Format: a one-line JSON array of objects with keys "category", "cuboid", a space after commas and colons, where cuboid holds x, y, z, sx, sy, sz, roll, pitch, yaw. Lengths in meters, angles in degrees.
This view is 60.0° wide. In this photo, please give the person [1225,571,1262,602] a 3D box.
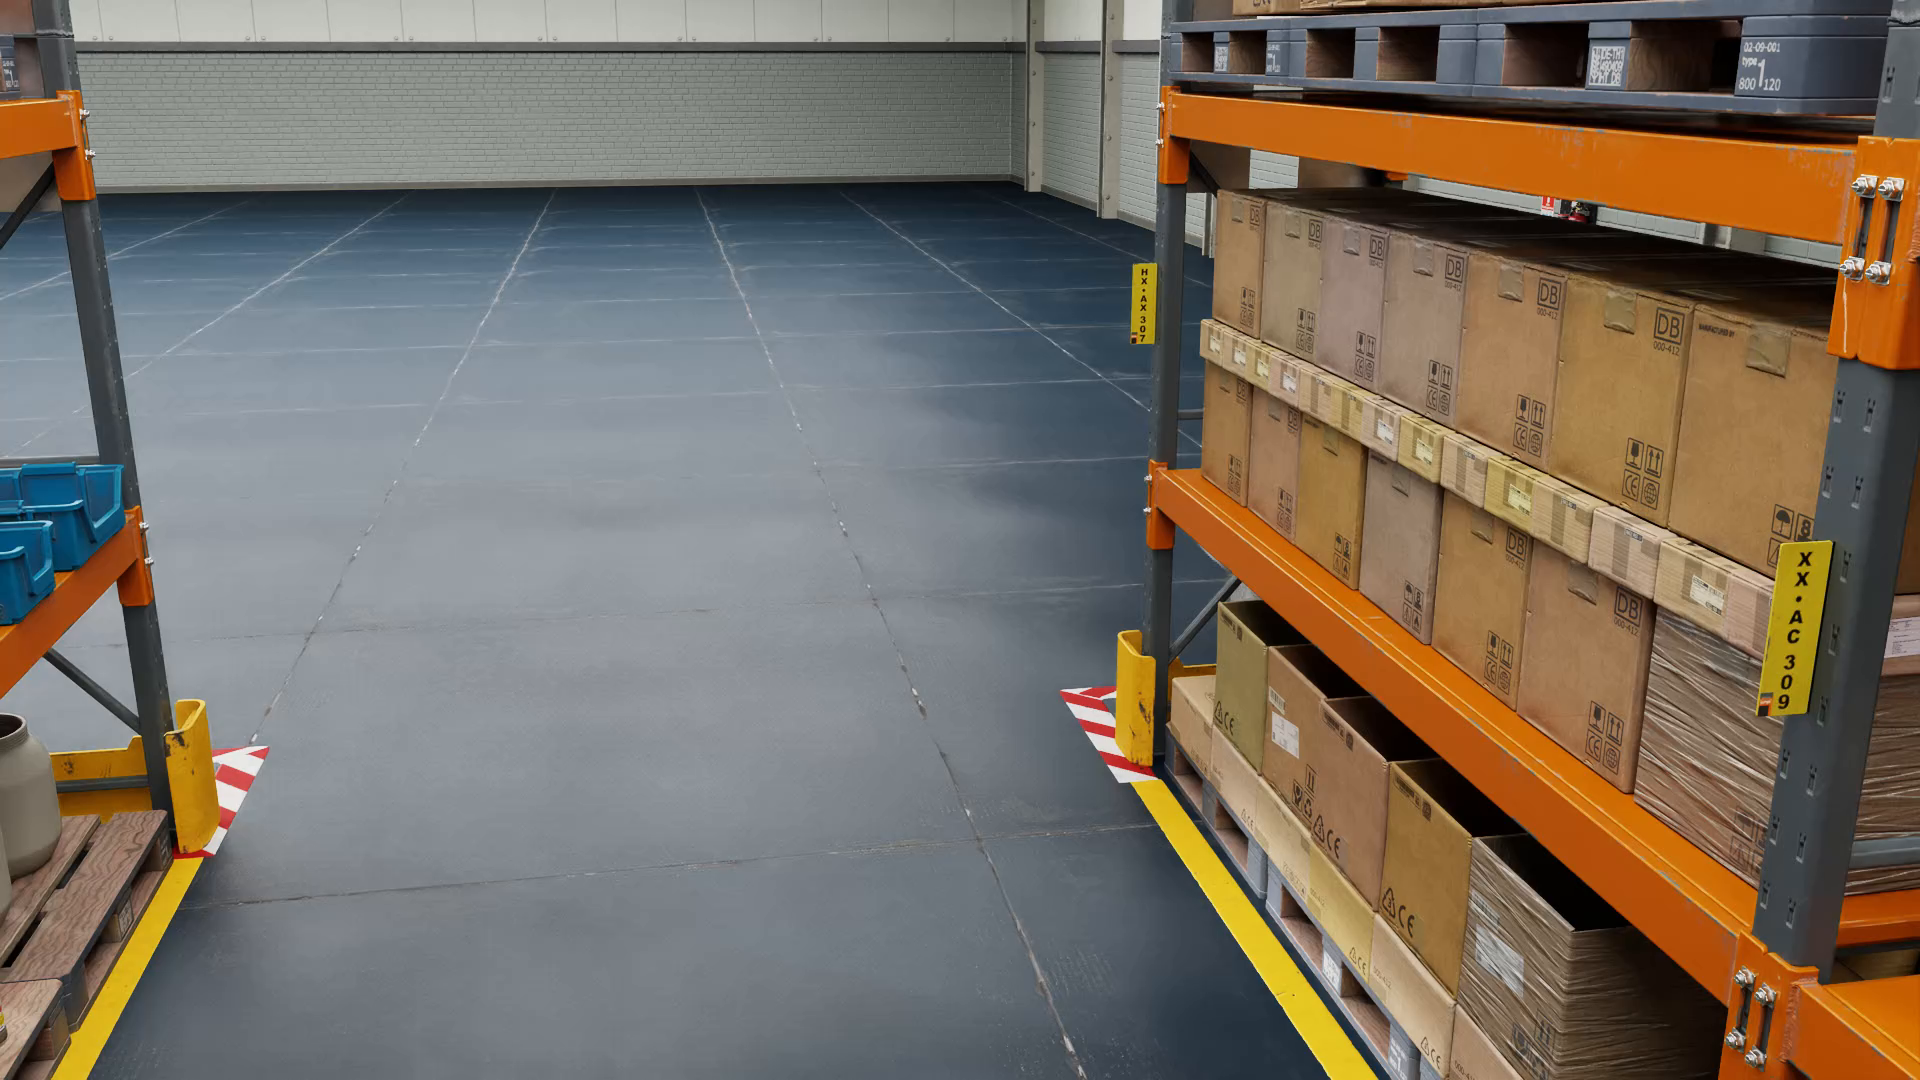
[{"category": "person", "cuboid": [1.498, -0.232, 8.254, 0.543, 1.700, 0.491, -2, 17, -8]}]
